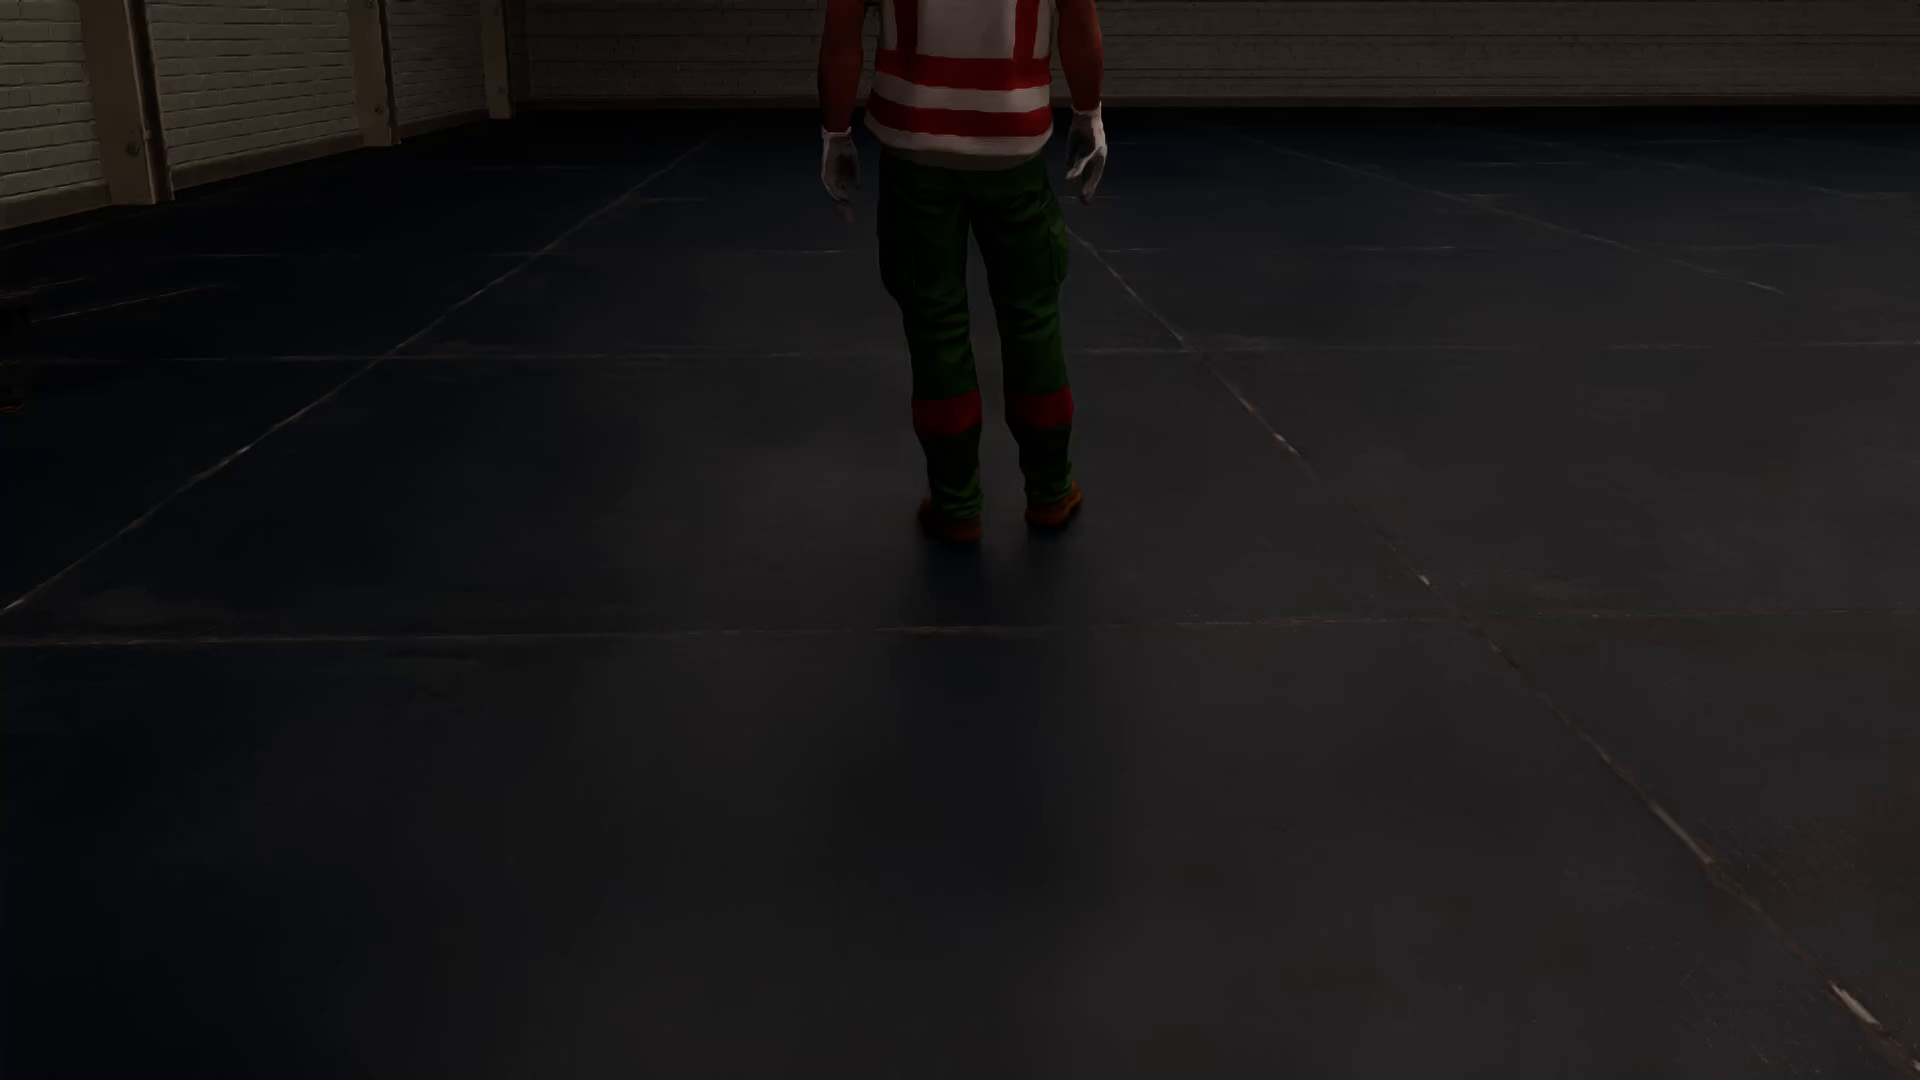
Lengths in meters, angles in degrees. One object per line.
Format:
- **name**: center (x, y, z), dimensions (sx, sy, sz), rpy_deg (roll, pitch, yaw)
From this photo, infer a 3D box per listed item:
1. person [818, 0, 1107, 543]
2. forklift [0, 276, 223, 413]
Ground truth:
- **person**: center (0.007, -0.886, 3.732), dimensions (0.637, 1.787, 0.563), rpy_deg (-1, 17, -3)
- **forklift**: center (-3.572, -1.770, 4.693), dimensions (1.130, 2.935, 3.031), rpy_deg (5, 18, 16)
